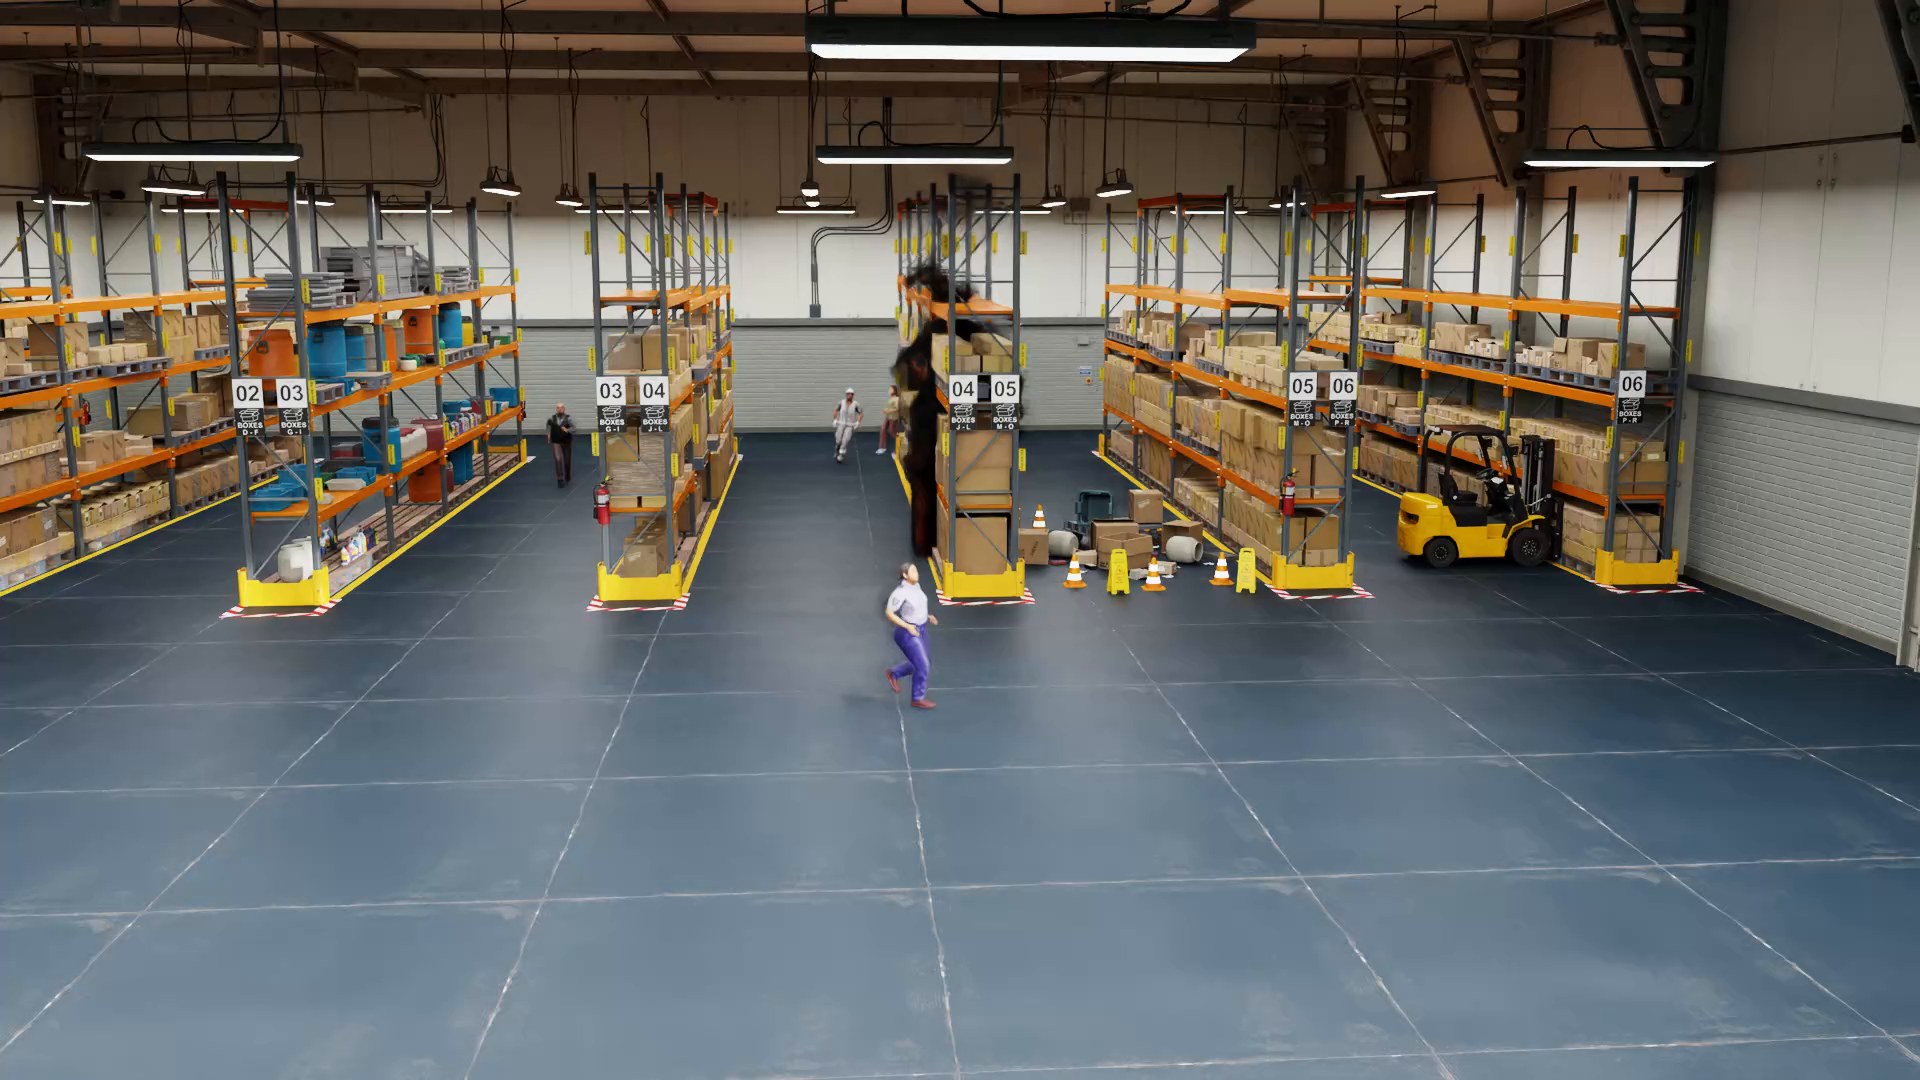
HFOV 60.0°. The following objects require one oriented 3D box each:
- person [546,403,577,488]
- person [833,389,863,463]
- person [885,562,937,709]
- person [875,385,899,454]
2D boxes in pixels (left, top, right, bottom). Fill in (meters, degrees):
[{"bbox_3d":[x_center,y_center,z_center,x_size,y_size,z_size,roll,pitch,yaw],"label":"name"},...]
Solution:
[{"bbox_3d":[-8.386,-2.027,35.054,0.645,1.728,0.953,-2,10,-10],"label":"person"},{"bbox_3d":[-2.626,-2.665,38.828,0.738,1.748,0.716,0,10,2],"label":"person"},{"bbox_3d":[-0.573,1.029,18.270,0.688,1.598,0.613,5,11,25],"label":"person"},{"bbox_3d":[-1.623,-2.928,40.555,0.828,1.671,0.576,-6,12,-30],"label":"person"}]
